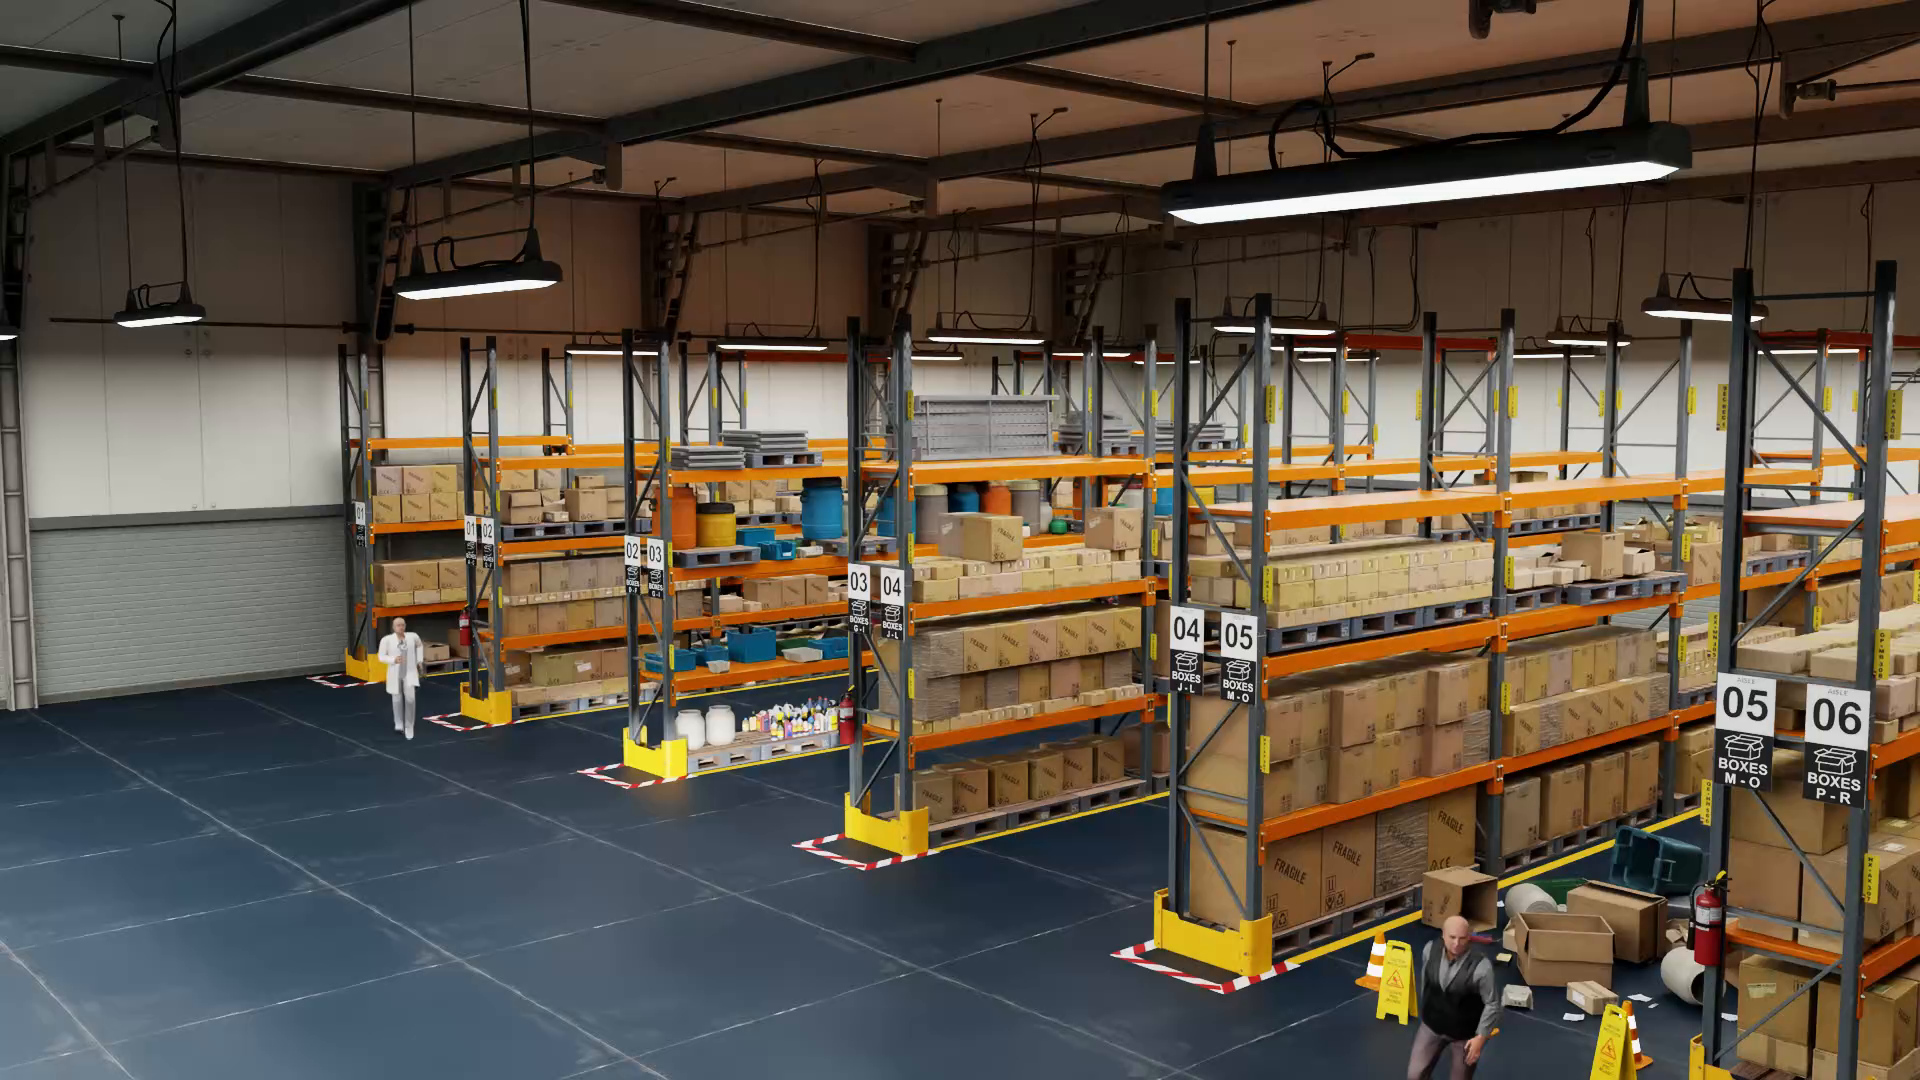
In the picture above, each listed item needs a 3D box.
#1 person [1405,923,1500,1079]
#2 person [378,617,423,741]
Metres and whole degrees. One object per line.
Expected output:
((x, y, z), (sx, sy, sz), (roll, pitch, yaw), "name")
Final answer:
((3.318, 3.338, 11.173), (0.651, 1.649, 0.840), (3, 6, 34), "person")
((-8.322, 2.060, 24.783), (0.650, 1.844, 0.900), (-2, 5, -20), "person")
